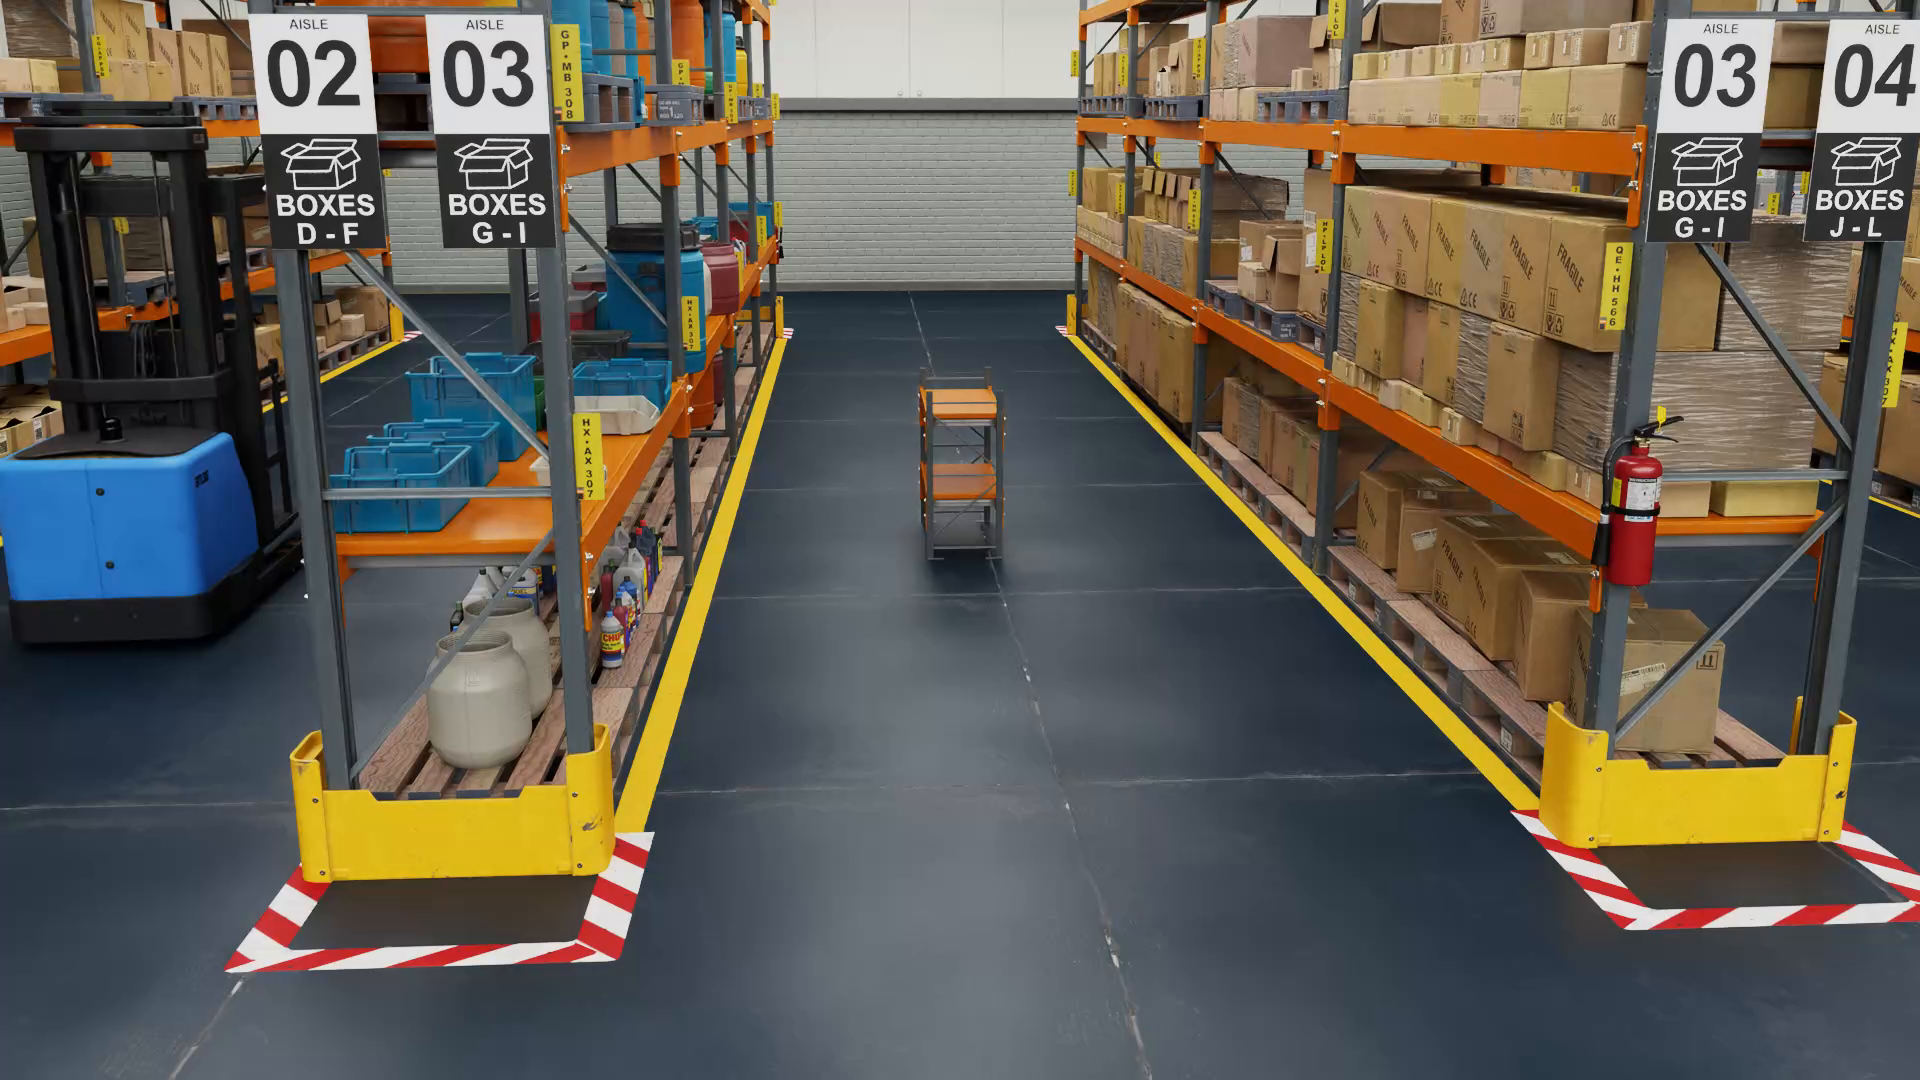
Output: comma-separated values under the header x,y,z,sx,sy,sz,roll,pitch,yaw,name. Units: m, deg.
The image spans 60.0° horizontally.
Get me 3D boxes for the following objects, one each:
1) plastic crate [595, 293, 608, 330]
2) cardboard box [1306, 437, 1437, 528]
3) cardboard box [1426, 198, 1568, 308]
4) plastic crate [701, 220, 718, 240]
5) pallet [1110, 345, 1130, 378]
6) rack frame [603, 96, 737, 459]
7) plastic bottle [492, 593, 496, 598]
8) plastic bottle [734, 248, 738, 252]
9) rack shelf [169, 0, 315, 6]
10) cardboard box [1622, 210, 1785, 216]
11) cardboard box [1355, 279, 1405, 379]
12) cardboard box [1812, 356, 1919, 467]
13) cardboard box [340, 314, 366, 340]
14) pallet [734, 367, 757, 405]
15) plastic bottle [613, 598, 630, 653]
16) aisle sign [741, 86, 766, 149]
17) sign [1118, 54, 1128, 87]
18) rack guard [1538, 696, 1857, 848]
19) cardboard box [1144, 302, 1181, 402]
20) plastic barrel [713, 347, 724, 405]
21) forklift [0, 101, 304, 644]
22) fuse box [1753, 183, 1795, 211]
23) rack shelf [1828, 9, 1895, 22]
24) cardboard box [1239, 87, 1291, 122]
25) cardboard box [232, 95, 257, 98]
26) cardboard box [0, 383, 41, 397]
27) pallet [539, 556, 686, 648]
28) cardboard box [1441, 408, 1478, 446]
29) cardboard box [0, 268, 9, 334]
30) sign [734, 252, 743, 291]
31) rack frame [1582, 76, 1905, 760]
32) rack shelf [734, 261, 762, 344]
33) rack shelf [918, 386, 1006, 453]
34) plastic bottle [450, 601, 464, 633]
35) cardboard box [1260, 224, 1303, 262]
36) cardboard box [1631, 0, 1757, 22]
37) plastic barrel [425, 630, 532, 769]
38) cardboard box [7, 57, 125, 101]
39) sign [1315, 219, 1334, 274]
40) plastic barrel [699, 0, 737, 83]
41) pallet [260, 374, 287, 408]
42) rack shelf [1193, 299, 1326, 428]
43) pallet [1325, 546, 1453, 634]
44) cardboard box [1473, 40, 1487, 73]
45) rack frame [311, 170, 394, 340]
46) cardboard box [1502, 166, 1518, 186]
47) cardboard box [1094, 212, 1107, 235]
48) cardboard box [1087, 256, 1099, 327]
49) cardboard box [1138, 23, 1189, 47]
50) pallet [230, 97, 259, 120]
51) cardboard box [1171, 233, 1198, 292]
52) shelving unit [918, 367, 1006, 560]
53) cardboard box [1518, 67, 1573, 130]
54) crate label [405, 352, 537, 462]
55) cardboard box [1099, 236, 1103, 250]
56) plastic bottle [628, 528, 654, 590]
x,y,z,sx,sy,sz,roll,pitch,yaw,name
-2.548,-1.423,11.070,0.392,0.384,0.575,-1,14,-3,plastic crate
2.757,-0.393,11.169,0.700,0.500,0.500,-2,15,-8,cardboard box
2.653,-1.426,8.244,0.500,0.500,0.500,-1,14,-3,cardboard box
-3.186,-3.863,20.738,0.416,0.233,0.300,-1,14,-3,plastic crate
2.309,-2.067,19.137,1.003,0.211,1.213,-1,14,-3,pallet
-2.417,-2.156,13.886,1.000,3.000,0.127,-1,14,-3,rack frame
-2.355,0.421,8.438,0.061,0.283,0.133,-1,14,-3,plastic bottle
-2.256,-2.748,16.436,0.152,0.276,0.135,-1,14,-3,plastic bottle
-7.733,-6.128,18.735,1.077,0.370,4.000,-1,14,-3,rack shelf
3.236,-1.185,7.308,0.500,0.500,0.500,-1,14,-3,cardboard box
2.736,-1.192,9.344,0.875,0.500,0.500,-1,14,-3,cardboard box
7.488,-1.028,13.173,1.050,0.750,0.750,-1,14,-3,cardboard box
-7.549,-2.583,20.183,0.500,0.250,0.500,-1,14,-3,cardboard box
-2.659,-1.608,17.352,1.003,0.211,1.213,-1,14,-3,pallet
-1.719,0.424,8.428,0.061,0.283,0.133,-1,14,-3,plastic bottle
-2.625,-5.427,21.382,0.394,0.787,0.004,-1,14,-3,aisle sign
1.724,-4.960,17.567,0.100,0.325,0.005,-1,14,-3,sign
3.017,0.949,6.836,1.175,0.500,0.348,-1,14,-3,rack guard
2.457,-1.801,15.926,1.225,0.875,0.875,-1,14,-3,cardboard box
-2.535,-1.594,15.698,0.600,0.588,0.708,-1,14,-3,plastic barrel
-4.816,-1.172,10.199,1.130,2.935,3.031,-2,15,-6,forklift
13.654,-5.149,28.106,0.539,1.711,0.414,-1,14,-3,fuse box
12.045,-6.241,19.970,1.077,0.370,4.000,-1,14,-3,rack shelf
2.374,-3.236,12.366,0.500,0.250,0.500,-1,14,-2,cardboard box
-7.392,-4.580,17.589,0.500,0.250,0.500,-1,14,-3,cardboard box
-7.622,-1.089,13.289,0.500,0.311,0.500,0,14,-2,cardboard box
-2.170,0.357,9.716,1.003,0.211,1.213,-1,14,-3,pallet
2.600,-0.560,8.189,0.380,0.149,0.250,-1,14,-3,cardboard box
-7.241,-1.712,11.959,0.500,0.500,0.500,-2,15,-6,cardboard box
-1.869,-2.245,13.906,0.100,0.325,0.005,-1,14,-3,sign
3.022,-0.243,6.451,1.000,3.000,0.127,-1,14,-3,rack frame
-2.541,-2.305,15.909,1.077,0.370,4.000,-1,14,-3,rack shelf
0.000,-0.830,11.320,0.538,0.278,1.000,-1,14,-3,rack shelf
-2.499,0.457,8.298,0.061,0.283,0.133,-1,14,-2,plastic bottle
2.734,-2.213,13.066,0.700,0.500,0.500,1,14,5,cardboard box
3.199,-2.504,7.416,0.500,0.500,0.500,-1,14,-4,cardboard box
-2.039,0.672,7.043,0.421,0.512,0.421,0,14,0,plastic barrel
-7.422,-3.690,13.626,0.910,0.500,0.500,-1,14,-3,cardboard box
2.220,-1.789,10.136,0.100,0.325,0.005,-1,14,-3,sign
-2.407,-4.628,15.624,0.600,0.901,0.708,-1,14,-3,plastic barrel
-7.521,-1.523,17.023,1.003,0.211,1.213,-1,14,-3,pallet
2.650,-1.387,12.340,1.077,0.370,4.000,-1,14,-3,rack shelf
2.851,0.279,10.018,1.003,0.211,1.213,-1,14,-3,pallet
2.649,-2.273,7.821,0.380,0.149,0.250,-2,15,-6,cardboard box
-7.857,-4.070,21.326,1.000,3.000,0.127,-1,14,-3,rack frame
6.833,-4.453,20.009,0.500,0.500,0.500,-1,14,-5,cardboard box
1.895,-3.786,19.926,0.500,0.250,0.500,-1,14,-5,cardboard box
2.150,-3.239,21.515,0.875,0.875,0.875,-1,14,-3,cardboard box
2.226,-5.577,18.415,0.500,0.250,0.500,-2,15,-7,cardboard box
-7.639,-4.274,16.474,1.213,0.211,1.003,-1,14,-3,pallet
2.223,-2.524,15.116,0.500,0.500,0.500,-1,14,-4,cardboard box
0.000,-0.546,11.393,0.538,1.125,1.048,-1,14,-3,shelving unit
2.704,-1.863,7.029,0.500,0.250,0.500,-1,14,-3,cardboard box
-2.306,-0.637,7.912,0.502,0.435,0.616,-1,14,-3,crate label
1.852,-3.496,19.598,0.380,0.149,0.250,-1,14,-4,cardboard box
-1.830,0.112,9.505,0.144,0.351,0.185,-2,15,-6,plastic bottle
